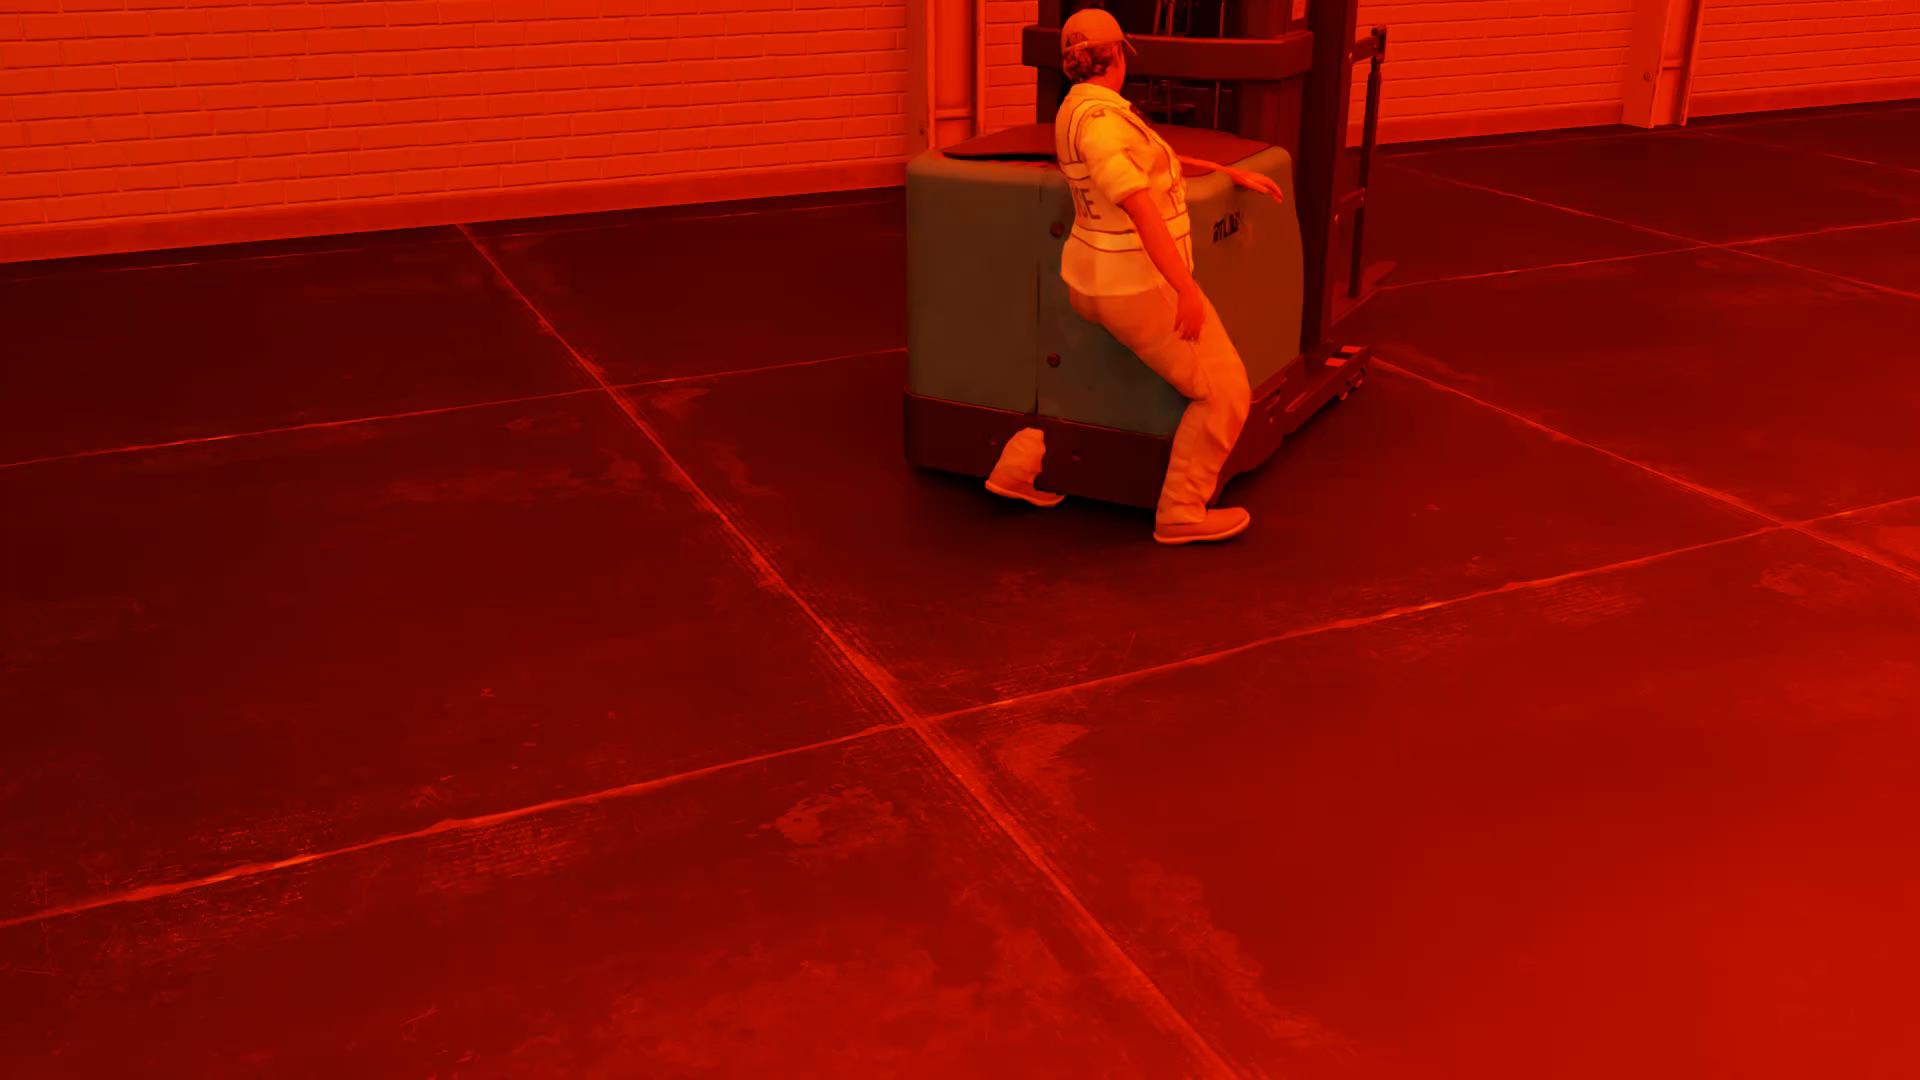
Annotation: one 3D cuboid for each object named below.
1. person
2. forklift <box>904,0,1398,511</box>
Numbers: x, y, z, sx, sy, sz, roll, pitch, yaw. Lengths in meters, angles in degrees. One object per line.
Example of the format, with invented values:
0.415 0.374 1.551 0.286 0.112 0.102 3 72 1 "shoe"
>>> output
0.549 -0.756 4.926 0.816 1.539 0.740 -8 24 -17 "person"
0.966 -1.963 6.013 1.130 2.935 3.031 12 25 26 "forklift"
